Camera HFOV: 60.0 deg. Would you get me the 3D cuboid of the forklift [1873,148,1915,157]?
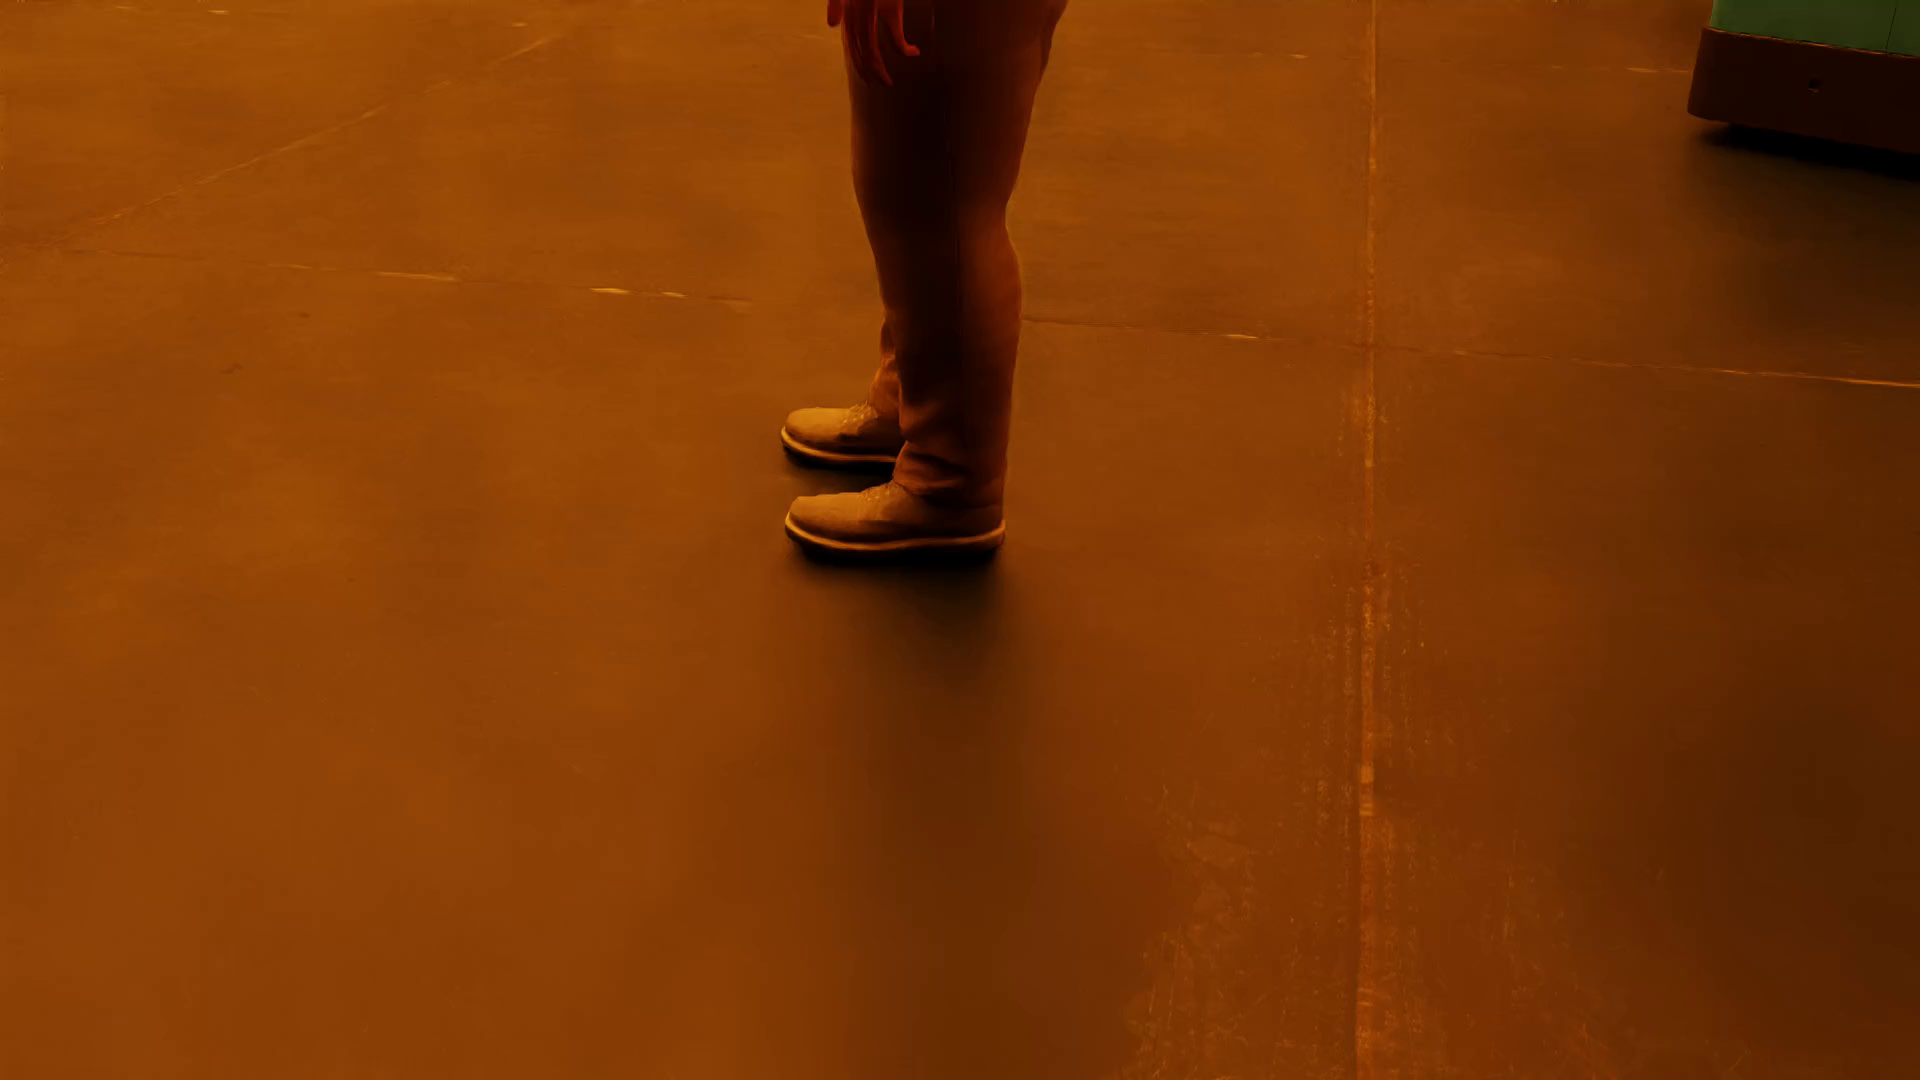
[{"bbox_3d":[3.571,-2.740,4.749,2.884,2.867,1.101,-22,34,-37],"label":"forklift"}]
